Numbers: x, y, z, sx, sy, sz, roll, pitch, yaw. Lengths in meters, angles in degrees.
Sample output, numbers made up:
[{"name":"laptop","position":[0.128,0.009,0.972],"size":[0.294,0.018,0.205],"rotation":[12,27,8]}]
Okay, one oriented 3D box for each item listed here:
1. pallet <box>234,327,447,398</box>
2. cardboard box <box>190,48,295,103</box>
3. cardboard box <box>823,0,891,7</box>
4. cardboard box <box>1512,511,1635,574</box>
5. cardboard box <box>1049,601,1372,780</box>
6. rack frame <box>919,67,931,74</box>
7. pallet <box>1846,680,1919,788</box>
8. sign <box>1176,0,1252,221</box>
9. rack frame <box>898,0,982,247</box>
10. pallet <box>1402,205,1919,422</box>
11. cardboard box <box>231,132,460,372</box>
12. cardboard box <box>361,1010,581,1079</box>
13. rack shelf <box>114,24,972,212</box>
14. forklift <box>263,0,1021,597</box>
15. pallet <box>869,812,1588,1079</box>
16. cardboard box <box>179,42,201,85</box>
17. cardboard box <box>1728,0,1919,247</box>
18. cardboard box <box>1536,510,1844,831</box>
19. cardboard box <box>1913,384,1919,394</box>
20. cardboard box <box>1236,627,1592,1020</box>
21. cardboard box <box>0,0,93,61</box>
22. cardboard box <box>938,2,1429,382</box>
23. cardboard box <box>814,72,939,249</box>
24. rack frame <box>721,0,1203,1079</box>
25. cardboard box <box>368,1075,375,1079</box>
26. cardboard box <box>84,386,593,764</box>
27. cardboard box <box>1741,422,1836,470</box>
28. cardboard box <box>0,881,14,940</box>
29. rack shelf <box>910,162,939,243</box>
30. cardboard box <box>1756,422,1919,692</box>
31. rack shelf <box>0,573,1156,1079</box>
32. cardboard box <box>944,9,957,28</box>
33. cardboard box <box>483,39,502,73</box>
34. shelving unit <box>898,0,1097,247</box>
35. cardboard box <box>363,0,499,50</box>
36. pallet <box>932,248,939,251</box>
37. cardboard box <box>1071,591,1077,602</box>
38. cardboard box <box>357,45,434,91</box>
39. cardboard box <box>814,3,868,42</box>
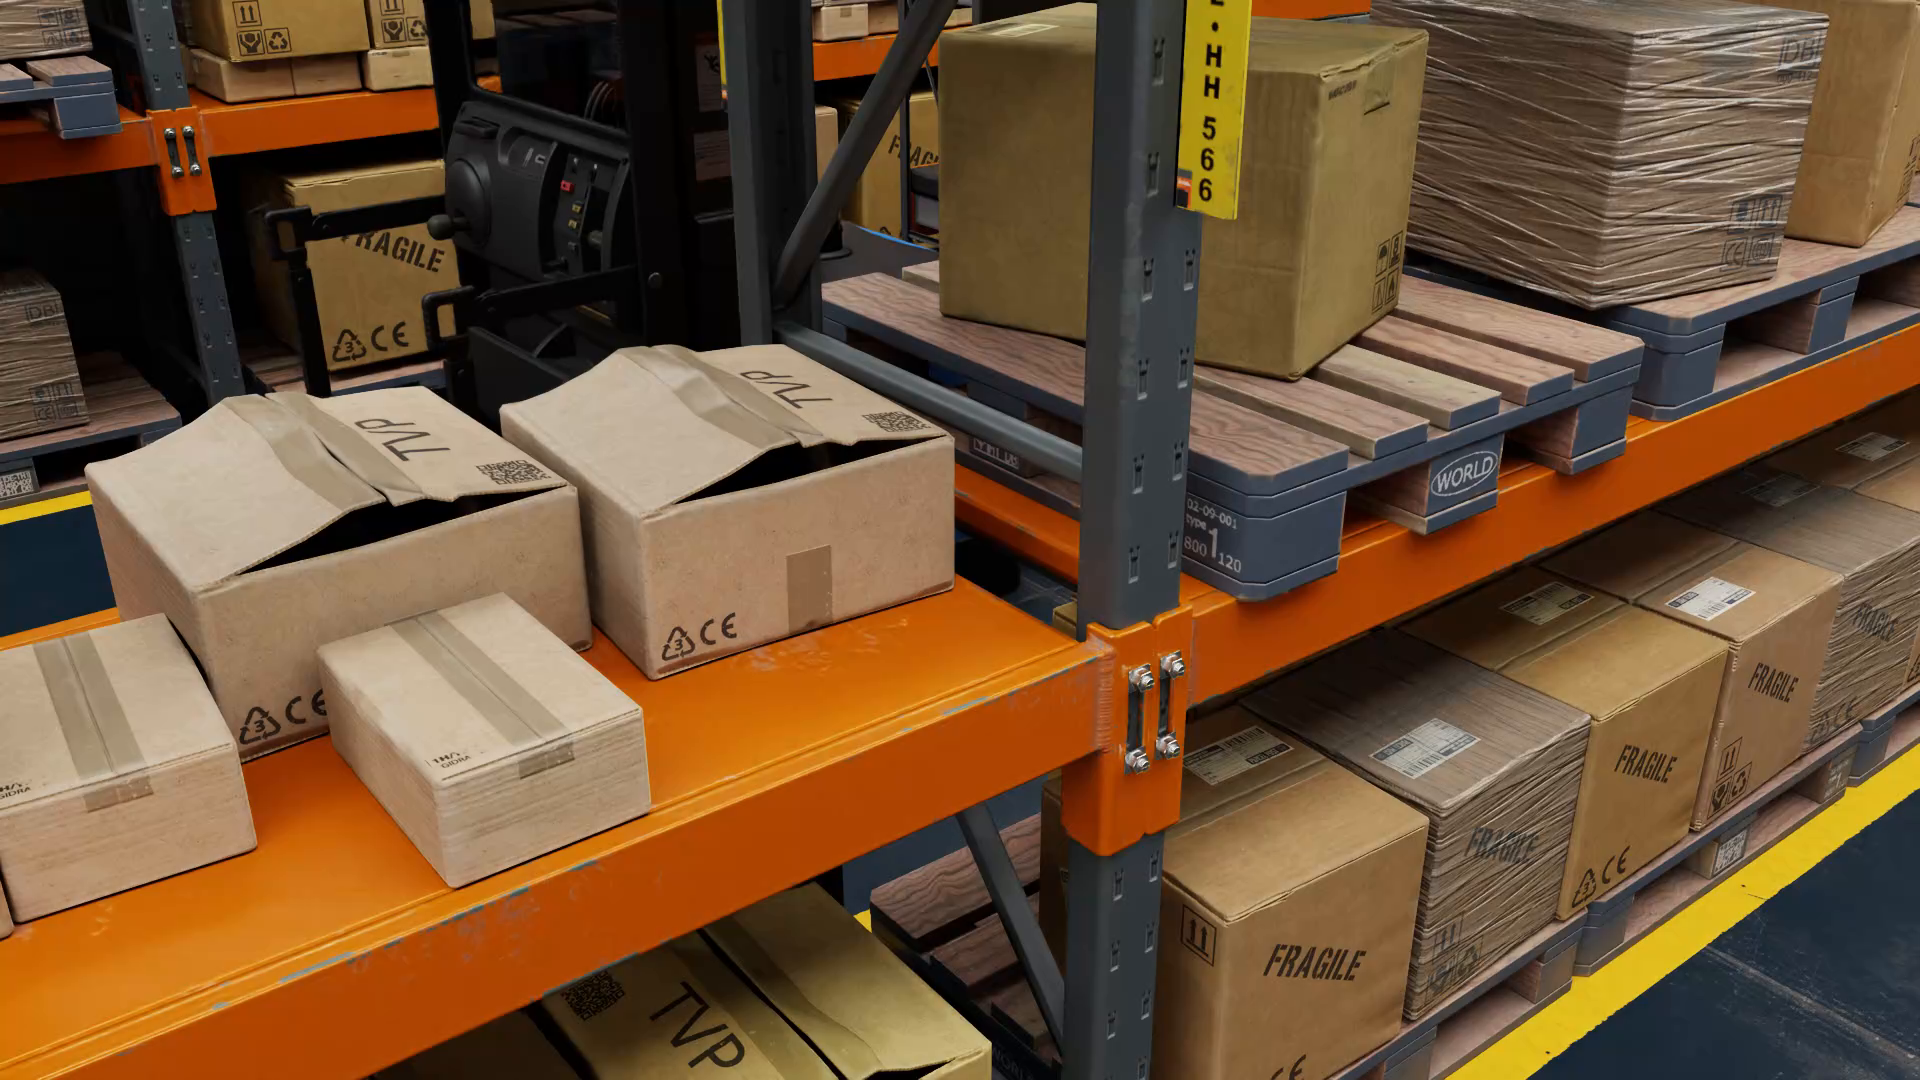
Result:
[{"name":"pallet","position":[-2.431,-0.768,7.154],"size":[1.213,0.211,1.003],"rotation":[-18,31,-34]},{"name":"cardboard box","position":[-2.696,-1.757,6.247],"size":[0.250,0.149,0.380],"rotation":[-19,31,-35]},{"name":"cardboard box","position":[-0.554,-2.742,7.599],"size":[0.500,0.500,0.500],"rotation":[-18,30,-34]},{"name":"cardboard box","position":[1.369,0.128,4.358],"size":[0.500,0.500,0.500],"rotation":[-20,31,-36]},{"name":"cardboard box","position":[0.553,0.401,3.770],"size":[0.500,0.500,0.500],"rotation":[-17,30,-32]},{"name":"rack frame","position":[0.050,-2.892,8.418],"size":[0.127,3.000,1.000],"rotation":[-18,31,-34]},{"name":"pallet","position":[2.492,0.237,4.989],"size":[1.213,0.211,1.003],"rotation":[-18,31,-34]},{"name":"sign","position":[0.307,-0.555,2.008],"size":[0.005,0.325,0.100],"rotation":[-18,31,-34]},{"name":"rack frame","position":[-0.062,-0.932,5.264],"size":[0.015,2.100,0.400],"rotation":[-18,31,-34]},{"name":"pallet","position":[1.489,-0.633,3.778],"size":[1.213,0.211,1.003],"rotation":[-18,31,-34]},{"name":"cardboard box","position":[-2.439,-1.216,6.861],"size":[0.750,0.750,0.750],"rotation":[-19,31,-35]},{"name":"cardboard box","position":[-0.704,0.944,2.253],"size":[0.500,0.311,0.500],"rotation":[-19,31,-35]},{"name":"rack shelf","position":[-1.524,-2.046,7.450],"size":[4.000,0.370,1.077],"rotation":[-18,31,-34]},{"name":"forklift","position":[-1.260,-0.883,4.170],"size":[3.031,2.935,1.130],"rotation":[-20,31,-36]},{"name":"pallet","position":[0.572,0.871,3.624],"size":[1.213,0.211,1.003],"rotation":[-18,31,-34]},{"name":"cardboard box","position":[-3.000,-1.918,6.593],"size":[0.250,0.149,0.380],"rotation":[-18,30,-33]},{"name":"cardboard box","position":[1.757,-1.008,3.742],"size":[0.700,0.500,0.500],"rotation":[18,30,33]},{"name":"cardboard box","position":[1.710,0.294,4.000],"size":[0.500,0.500,0.500],"rotation":[-19,31,-36]},{"name":"cardboard box","position":[3.383,-0.560,5.839],"size":[0.500,0.500,0.500],"rotation":[-18,31,-34]},{"name":"cardboard box","position":[0.905,0.560,3.427],"size":[0.500,0.500,0.500],"rotation":[-20,31,-36]},{"name":"cardboard box","position":[-3.462,-1.972,5.796],"size":[0.500,0.500,0.700],"rotation":[-23,33,-40]},{"name":"cardboard box","position":[0.388,-0.650,2.969],"size":[0.700,0.500,0.500],"rotation":[15,29,29]},{"name":"cardboard box","position":[-0.382,-1.895,8.326],"size":[0.750,0.750,0.750],"rotation":[-18,30,-33]},{"name":"rack frame","position":[-0.038,-0.213,2.646],"size":[0.127,3.000,1.000],"rotation":[-18,31,-34]},{"name":"cardboard box","position":[-1.040,0.767,2.634],"size":[0.500,0.311,0.500],"rotation":[-19,31,-35]},{"name":"cardboard box","position":[-0.862,-0.004,2.302],"size":[0.500,0.311,0.500],"rotation":[-19,31,-35]},{"name":"cardboard box","position":[2.165,-0.131,4.915],"size":[0.500,0.500,0.500],"rotation":[-18,30,-33]},{"name":"cardboard box","position":[-1.349,0.183,1.674],"size":[0.500,0.500,0.500],"rotation":[-20,32,-37]},{"name":"rack shelf","position":[0.130,-0.983,5.406],"size":[0.480,0.518,0.431],"rotation":[-18,31,-34]},{"name":"cardboard box","position":[2.504,0.031,4.567],"size":[0.500,0.500,0.500],"rotation":[-18,30,-34]},{"name":"rack shelf","position":[-1.612,0.633,1.678],"size":[4.000,0.370,1.077],"rotation":[-18,31,-34]},{"name":"cardboard box","position":[-0.226,-2.532,7.918],"size":[0.250,0.149,0.380],"rotation":[-18,30,-33]},{"name":"cardboard box","position":[-1.910,-2.037,6.850],"size":[0.250,0.149,0.380],"rotation":[-17,30,-33]},{"name":"shelving unit","position":[0.130,-0.995,5.401],"size":[0.503,2.100,0.431],"rotation":[-18,31,-34]},{"name":"cardboard box","position":[-2.140,-2.217,6.467],"size":[0.500,0.500,0.500],"rotation":[-17,30,-32]},{"name":"pallet","position":[-0.511,-1.402,8.520],"size":[1.213,0.211,1.003],"rotation":[-18,31,-34]},{"name":"cardboard box","position":[0.594,0.044,3.647],"size":[0.500,0.250,0.500],"rotation":[-17,30,-32]},{"name":"cardboard box","position":[-2.231,-1.860,6.470],"size":[0.250,0.149,0.380],"rotation":[-17,30,-32]},{"name":"cardboard box","position":[-0.629,-2.392,7.615],"size":[0.250,0.149,0.380],"rotation":[-18,31,-34]}]
